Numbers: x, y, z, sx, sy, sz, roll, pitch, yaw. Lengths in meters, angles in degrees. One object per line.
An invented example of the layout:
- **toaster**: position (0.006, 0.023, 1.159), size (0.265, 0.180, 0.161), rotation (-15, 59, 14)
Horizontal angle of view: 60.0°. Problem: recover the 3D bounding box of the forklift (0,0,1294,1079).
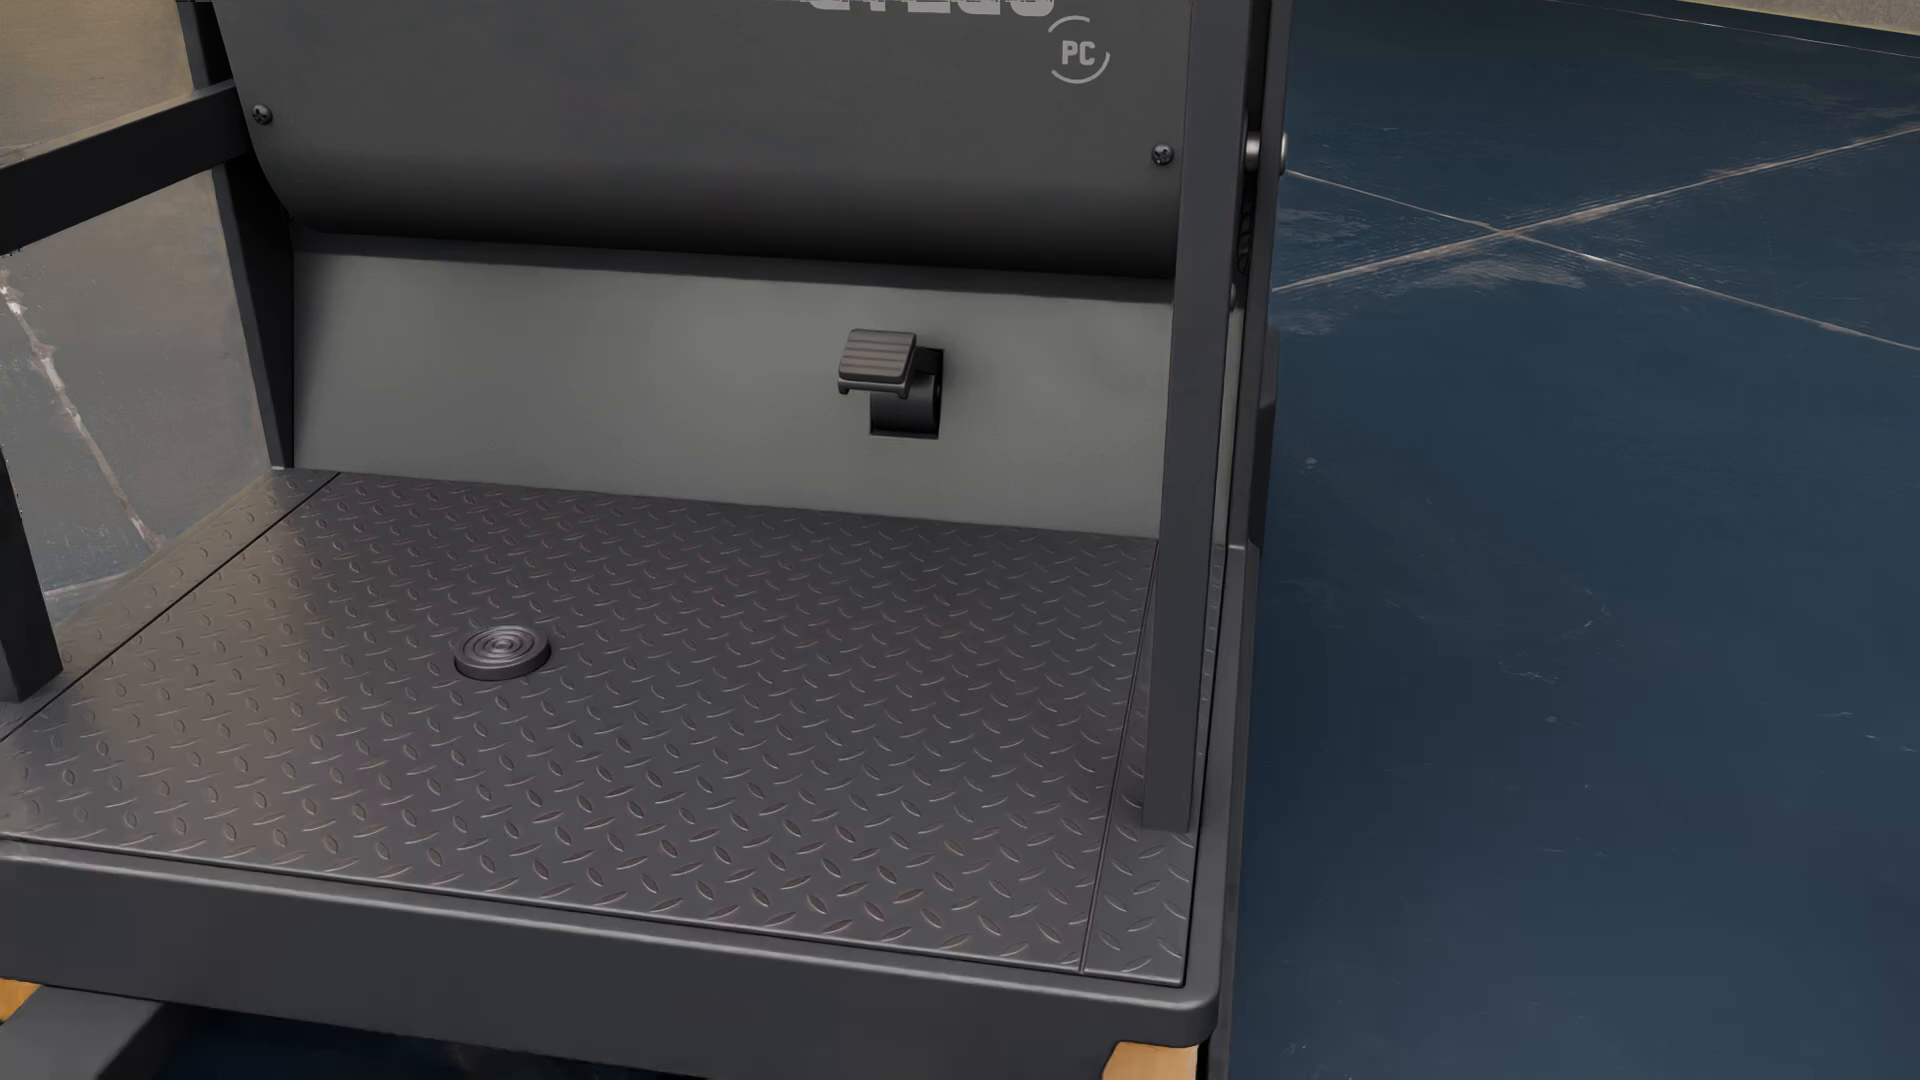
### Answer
- **forklift**: position (-0.278, -0.937, 1.099), size (1.130, 2.935, 3.031), rotation (5, 27, 10)
